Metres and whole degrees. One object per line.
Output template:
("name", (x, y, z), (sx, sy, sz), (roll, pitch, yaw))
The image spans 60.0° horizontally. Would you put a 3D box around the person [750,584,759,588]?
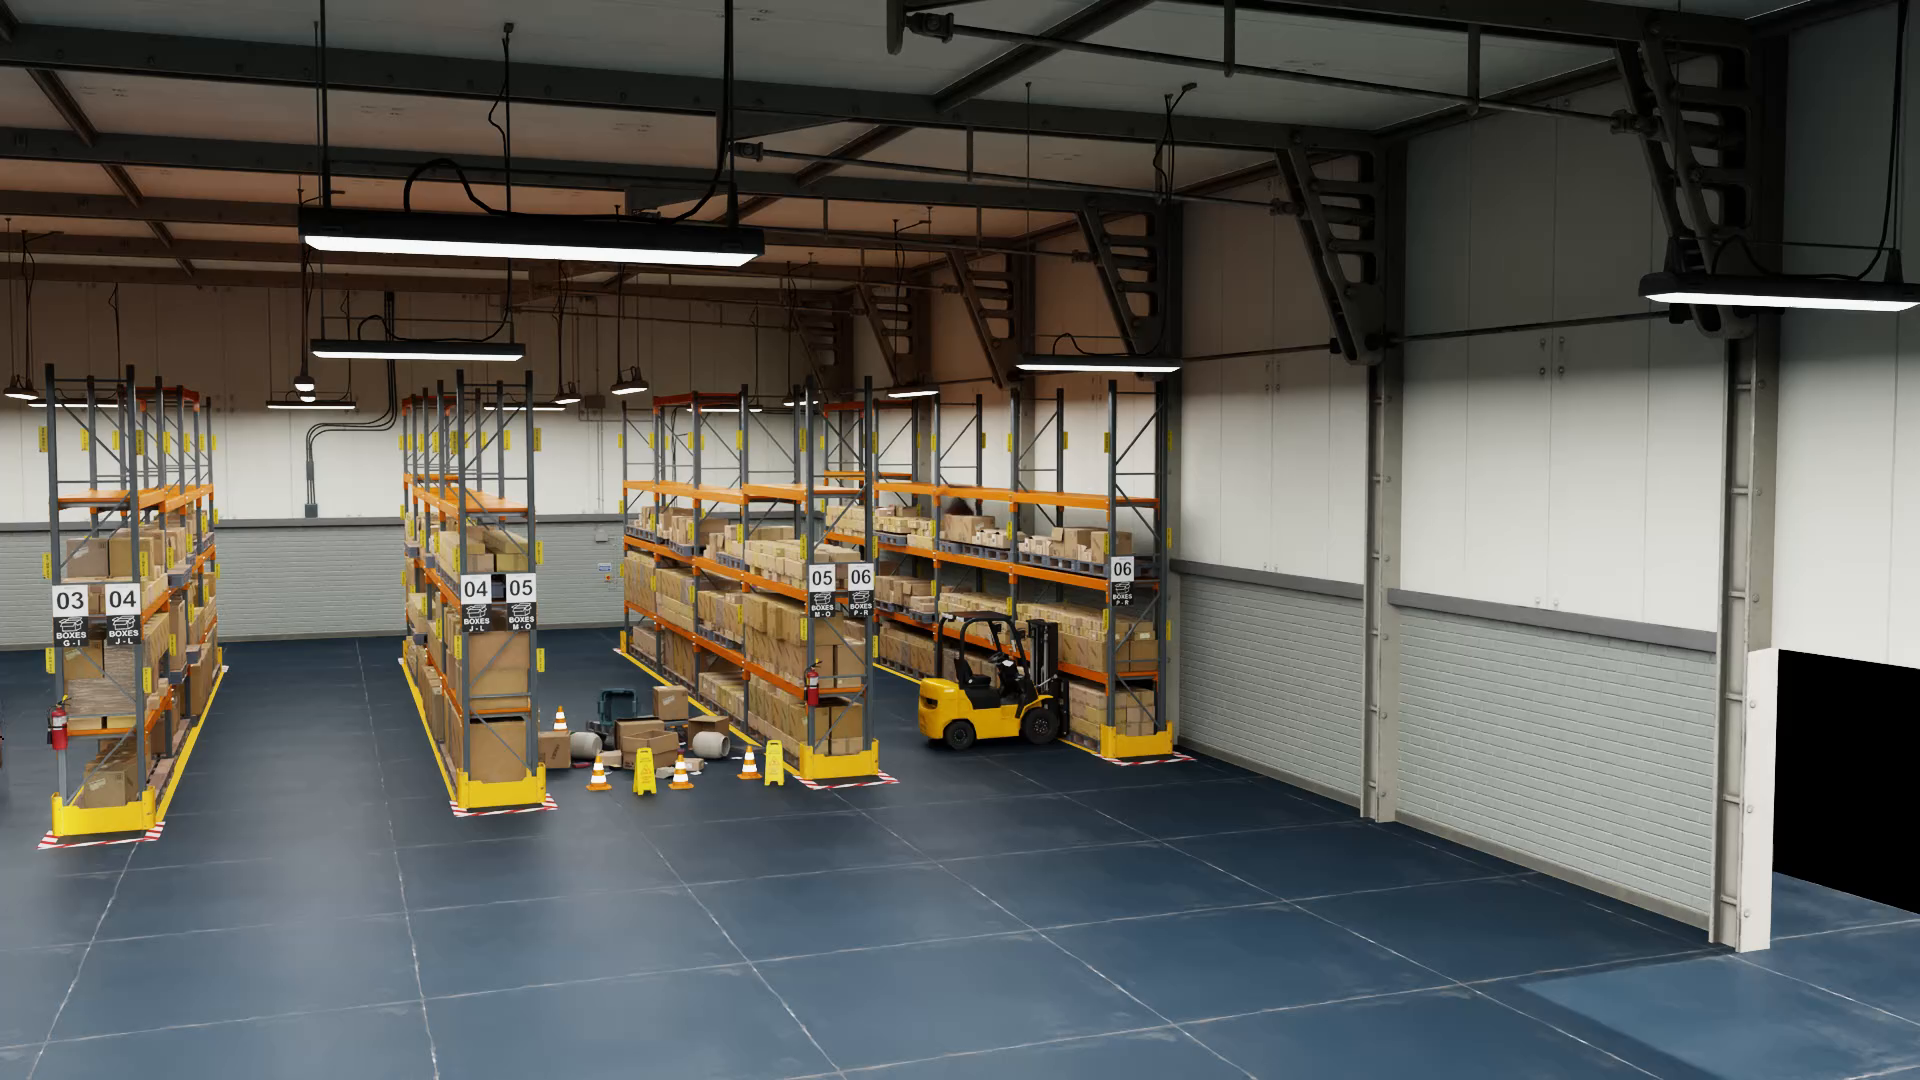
("person", (-5.119, 1.707, 41.587), (0.627, 1.794, 0.449), (1, 3, 13))
